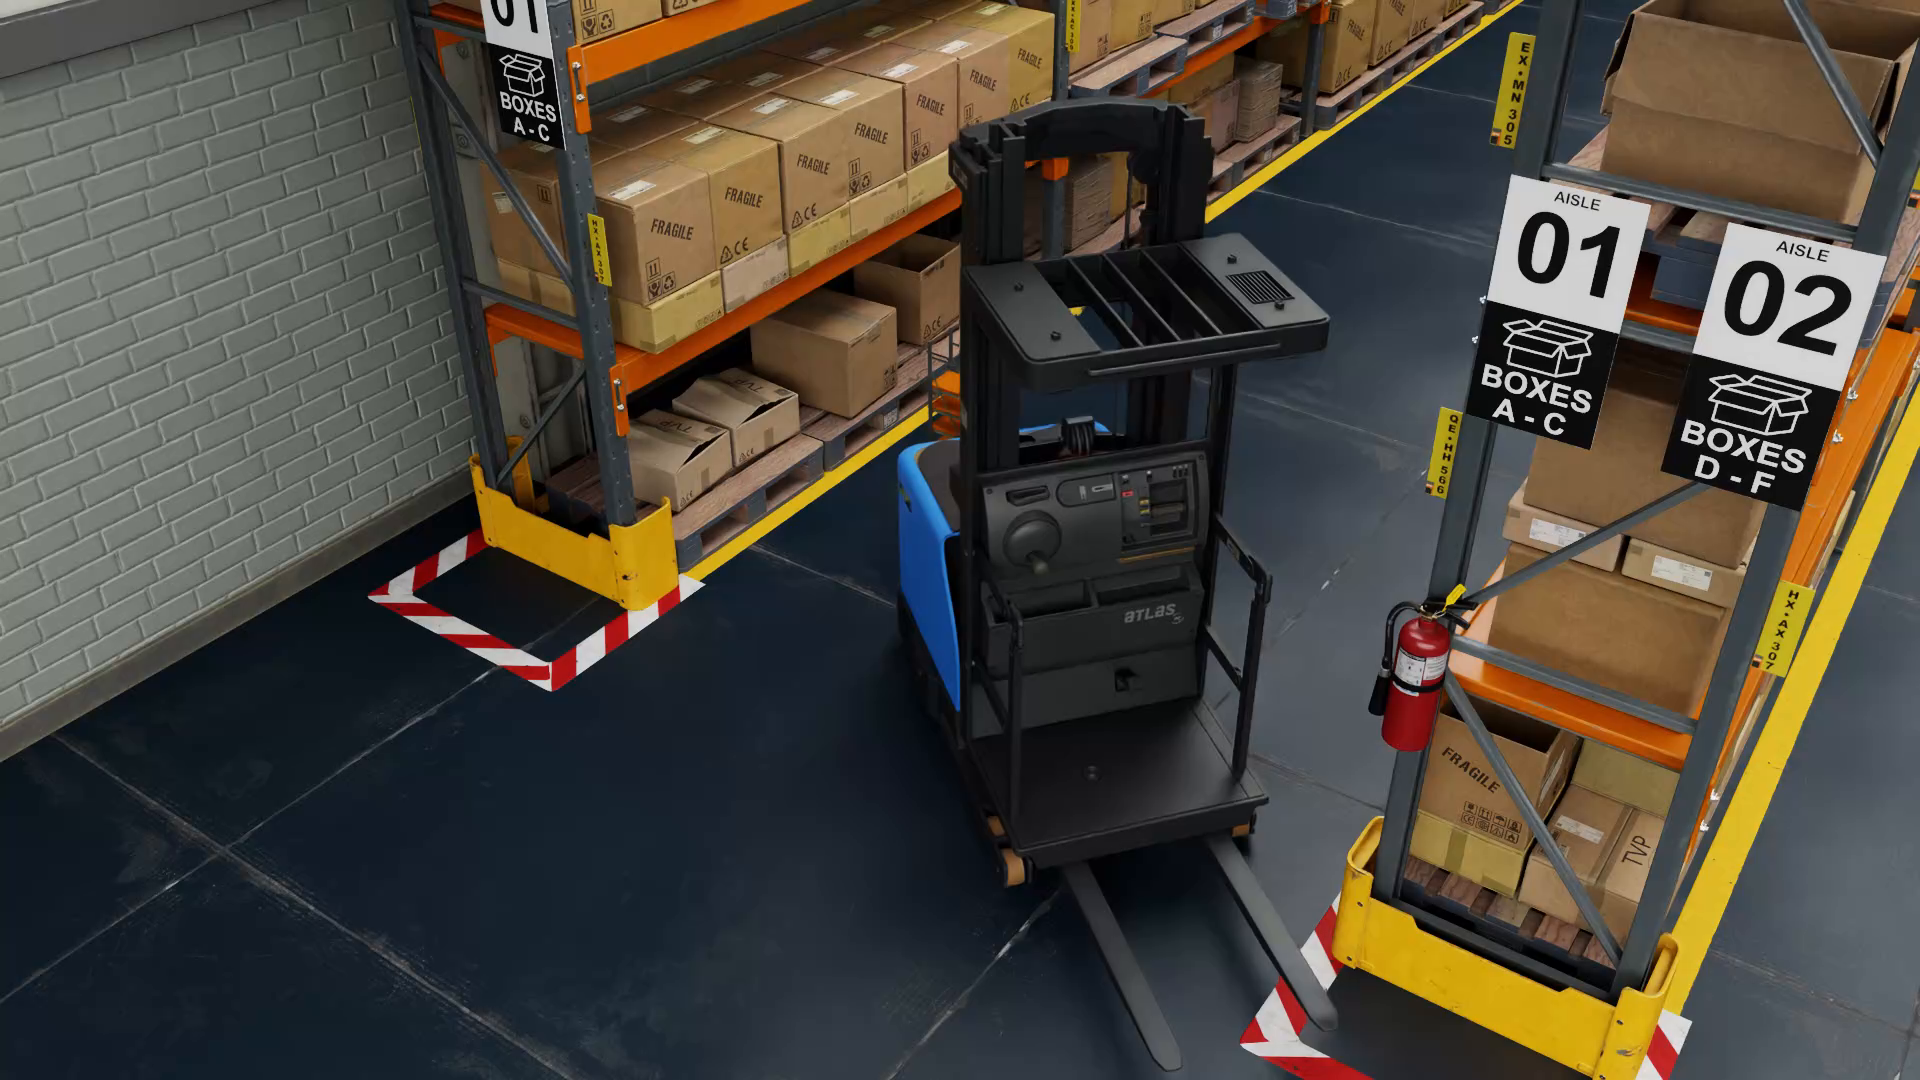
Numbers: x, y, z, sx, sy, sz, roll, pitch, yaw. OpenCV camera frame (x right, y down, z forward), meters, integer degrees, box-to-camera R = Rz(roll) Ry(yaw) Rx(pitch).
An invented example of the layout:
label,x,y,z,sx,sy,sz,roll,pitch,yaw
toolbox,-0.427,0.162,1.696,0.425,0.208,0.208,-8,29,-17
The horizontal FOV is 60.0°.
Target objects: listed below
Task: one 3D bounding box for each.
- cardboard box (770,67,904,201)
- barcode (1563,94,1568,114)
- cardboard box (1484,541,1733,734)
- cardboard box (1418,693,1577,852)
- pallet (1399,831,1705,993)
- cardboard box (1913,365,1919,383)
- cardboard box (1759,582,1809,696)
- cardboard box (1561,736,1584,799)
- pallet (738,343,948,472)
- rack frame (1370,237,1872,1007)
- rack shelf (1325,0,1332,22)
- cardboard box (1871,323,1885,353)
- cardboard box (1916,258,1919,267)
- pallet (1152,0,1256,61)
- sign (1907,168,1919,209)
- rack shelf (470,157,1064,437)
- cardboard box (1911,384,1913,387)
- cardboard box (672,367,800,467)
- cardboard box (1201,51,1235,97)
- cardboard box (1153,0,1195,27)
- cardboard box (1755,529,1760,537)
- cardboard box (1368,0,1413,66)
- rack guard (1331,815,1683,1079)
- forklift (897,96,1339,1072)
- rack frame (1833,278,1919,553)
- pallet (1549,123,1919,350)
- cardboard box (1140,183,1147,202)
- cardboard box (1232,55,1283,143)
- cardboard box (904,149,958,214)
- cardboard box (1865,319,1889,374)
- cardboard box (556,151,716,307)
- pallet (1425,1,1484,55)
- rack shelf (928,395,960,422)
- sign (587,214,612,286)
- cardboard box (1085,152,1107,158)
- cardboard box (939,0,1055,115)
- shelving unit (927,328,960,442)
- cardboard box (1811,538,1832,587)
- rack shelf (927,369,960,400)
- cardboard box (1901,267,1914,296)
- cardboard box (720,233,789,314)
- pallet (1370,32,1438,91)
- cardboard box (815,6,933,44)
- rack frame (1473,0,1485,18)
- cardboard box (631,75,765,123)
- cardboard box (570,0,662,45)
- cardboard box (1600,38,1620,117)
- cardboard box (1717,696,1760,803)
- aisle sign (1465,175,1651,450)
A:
label,x,y,z,sx,sy,sz,roll,pitch,yaw
cardboard box,-0.653,-2.182,8.921,0.500,0.500,0.500,23,40,30
barcode,1.801,-1.296,4.968,0.001,0.075,0.075,21,39,28
cardboard box,2.301,0.228,5.821,0.700,0.500,0.500,21,39,28
cardboard box,2.086,0.793,6.486,0.500,0.500,0.500,21,39,28
pallet,2.426,1.270,6.859,1.003,0.211,1.213,21,39,28
cardboard box,5.330,-1.206,9.610,0.500,0.311,0.500,20,39,27
cardboard box,3.371,0.269,7.260,0.500,0.500,0.500,21,39,28
cardboard box,2.363,0.870,7.041,0.500,0.250,0.500,21,39,28
pallet,-0.815,-0.902,10.071,1.003,0.211,1.213,21,39,28
rack frame,2.025,0.480,5.538,1.000,3.000,0.127,21,39,28
rack shelf,3.655,-5.404,14.882,1.077,0.370,4.000,21,39,28
cardboard box,3.601,-0.893,6.901,0.380,0.149,0.250,22,40,29
cardboard box,4.979,-1.599,8.837,0.380,0.149,0.250,21,39,28
pallet,1.419,-3.778,12.006,1.003,0.211,1.213,21,39,28
sign,2.477,-0.977,4.164,0.100,0.325,0.005,21,39,28
rack shelf,-0.907,-1.723,9.438,1.077,0.370,4.000,21,39,28
cardboard box,5.325,-0.976,9.771,0.500,0.250,0.500,20,39,27
cardboard box,-1.253,-0.721,9.321,0.500,0.311,0.500,25,41,32
cardboard box,1.770,-3.649,12.813,0.500,0.250,0.500,22,40,29
cardboard box,1.226,-3.956,11.616,0.700,0.500,0.500,27,43,34
cardboard box,2.574,-0.064,5.674,0.380,0.149,0.250,20,39,27
cardboard box,3.546,-4.763,14.835,0.750,0.750,0.750,21,39,28
rack guard,2.011,1.527,6.222,1.175,0.500,0.348,21,39,28
forklift,0.606,-0.044,6.374,1.130,2.935,3.031,-9,35,-14
rack frame,4.305,-1.361,8.260,1.000,3.000,0.127,21,39,28
pallet,2.449,-1.043,5.191,1.003,0.211,1.213,21,39,28
cardboard box,1.217,-2.908,12.386,0.700,0.500,0.500,22,40,29
cardboard box,2.147,-3.581,13.381,0.700,0.500,0.500,22,40,29
cardboard box,-0.352,-2.109,9.483,0.500,0.250,0.500,21,39,28
cardboard box,4.058,-1.196,7.927,0.700,0.500,0.500,20,39,27
cardboard box,-1.528,-1.481,7.884,0.500,0.500,0.500,21,39,28
pallet,4.417,-5.088,16.262,1.003,0.211,1.213,21,39,28
rack shelf,-0.008,-0.652,8.470,0.258,0.103,0.180,21,39,28
sign,-1.601,-1.286,7.376,0.100,0.325,0.005,21,39,28
cardboard box,0.888,-2.946,11.774,0.500,0.250,0.500,20,39,27
cardboard box,0.218,-2.882,9.956,0.500,0.500,0.500,21,39,28
shelving unit,-0.008,-0.490,8.580,0.258,1.200,0.189,21,39,28
cardboard box,3.927,0.115,8.158,0.500,0.250,0.500,21,39,28
rack shelf,-0.008,-0.752,8.403,0.258,0.103,0.180,21,39,28
cardboard box,4.037,-1.243,7.417,0.380,0.149,0.250,20,39,27
cardboard box,-1.223,-1.413,8.454,0.500,0.250,0.500,20,39,27
pallet,3.722,-4.525,15.428,1.003,0.211,1.213,21,39,28
cardboard box,-0.504,-2.811,9.852,0.500,0.500,0.500,21,39,28
rack frame,4.795,-6.623,16.041,1.000,3.000,0.127,21,39,28
cardboard box,-1.366,-2.110,8.814,0.500,0.500,0.500,20,39,27
cardboard box,-1.651,-2.467,7.111,0.500,0.500,0.500,22,40,29
cardboard box,2.465,-1.546,5.491,0.500,0.250,0.500,21,39,28
cardboard box,3.081,0.808,7.132,0.500,0.250,0.500,21,39,28
aisle sign,1.746,-0.660,4.904,0.394,0.787,0.004,21,39,28
